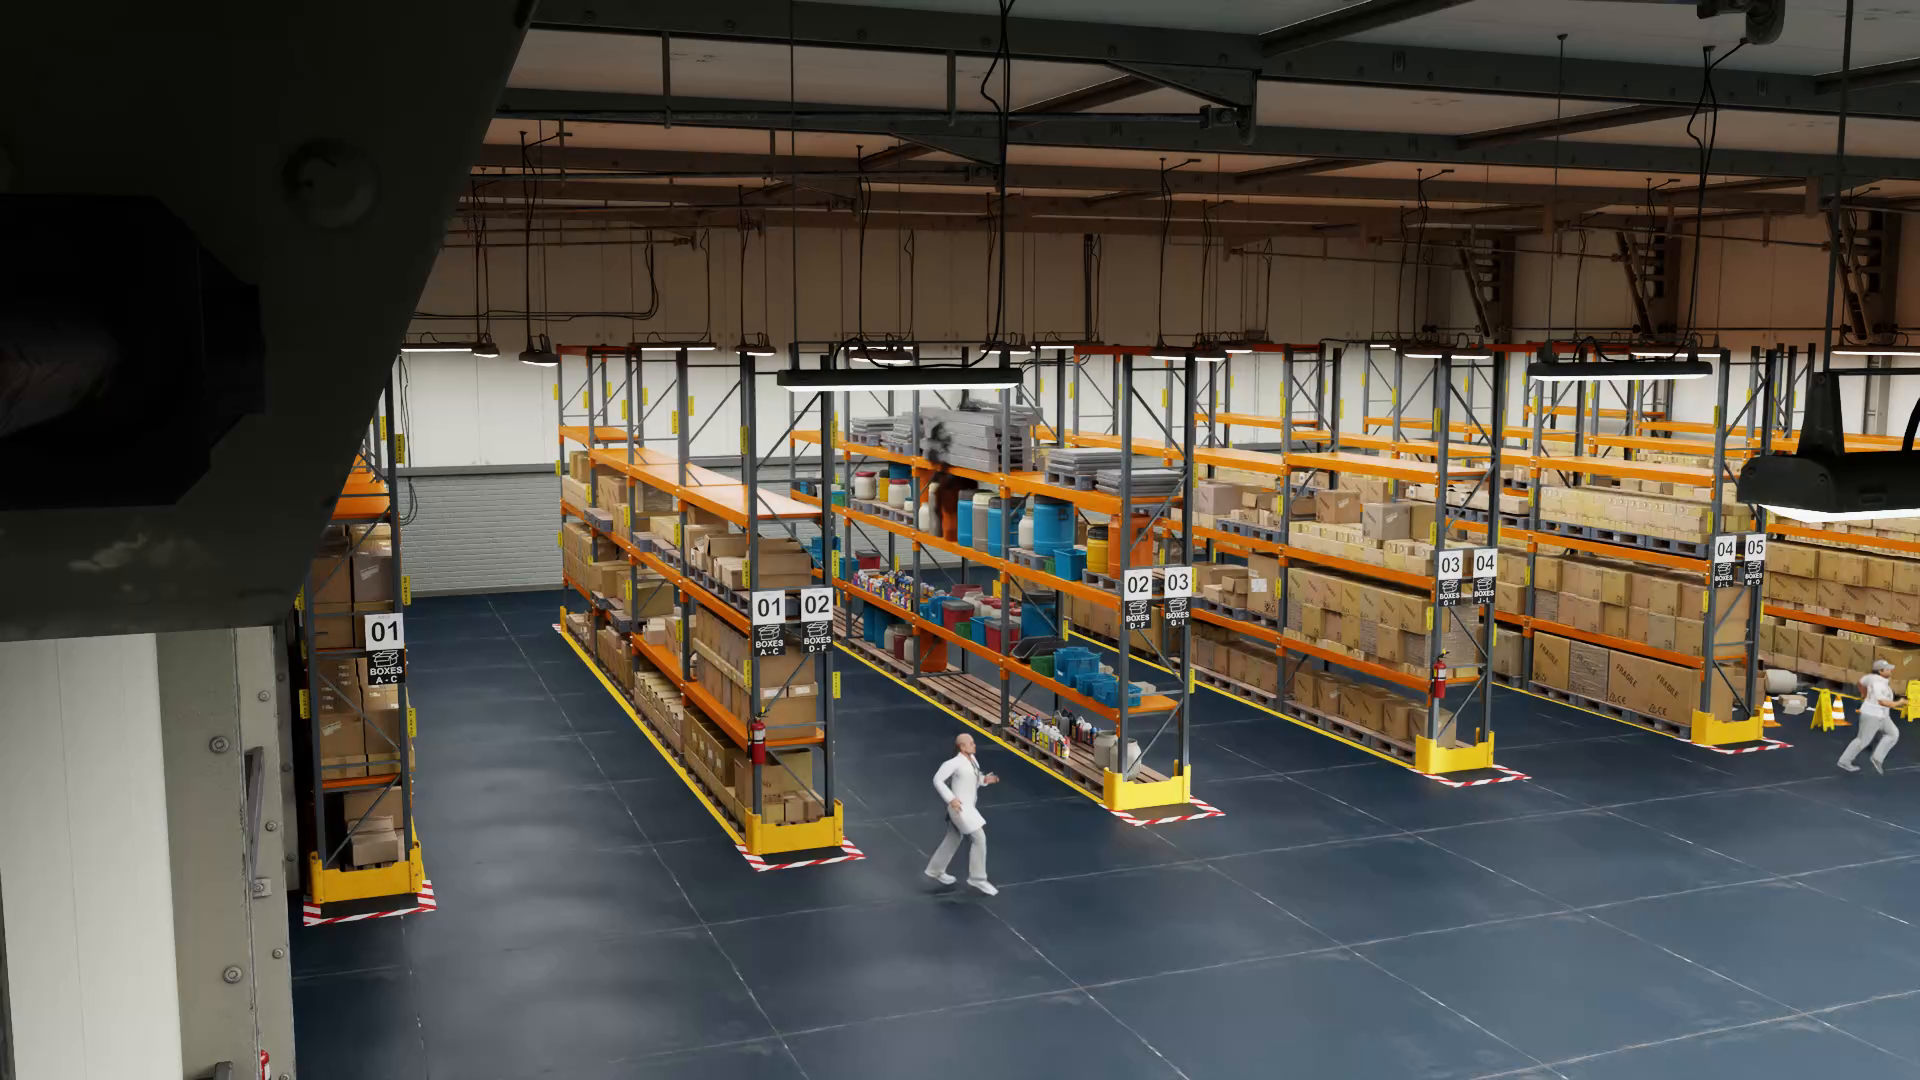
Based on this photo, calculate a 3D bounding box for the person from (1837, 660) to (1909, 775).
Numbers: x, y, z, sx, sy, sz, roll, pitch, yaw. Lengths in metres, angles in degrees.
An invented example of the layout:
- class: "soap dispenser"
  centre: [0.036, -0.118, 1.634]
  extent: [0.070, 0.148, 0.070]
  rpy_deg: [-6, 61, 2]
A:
- class: "person"
  centre: [12.989, 2.519, 23.638]
  extent: [0.847, 1.682, 0.612]
  rpy_deg: [4, 8, 28]

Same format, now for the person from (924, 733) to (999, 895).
- class: "person"
  centre: [0.011, 3.061, 18.715]
  extent: [0.879, 1.814, 0.679]
  rpy_deg: [2, 7, 12]
